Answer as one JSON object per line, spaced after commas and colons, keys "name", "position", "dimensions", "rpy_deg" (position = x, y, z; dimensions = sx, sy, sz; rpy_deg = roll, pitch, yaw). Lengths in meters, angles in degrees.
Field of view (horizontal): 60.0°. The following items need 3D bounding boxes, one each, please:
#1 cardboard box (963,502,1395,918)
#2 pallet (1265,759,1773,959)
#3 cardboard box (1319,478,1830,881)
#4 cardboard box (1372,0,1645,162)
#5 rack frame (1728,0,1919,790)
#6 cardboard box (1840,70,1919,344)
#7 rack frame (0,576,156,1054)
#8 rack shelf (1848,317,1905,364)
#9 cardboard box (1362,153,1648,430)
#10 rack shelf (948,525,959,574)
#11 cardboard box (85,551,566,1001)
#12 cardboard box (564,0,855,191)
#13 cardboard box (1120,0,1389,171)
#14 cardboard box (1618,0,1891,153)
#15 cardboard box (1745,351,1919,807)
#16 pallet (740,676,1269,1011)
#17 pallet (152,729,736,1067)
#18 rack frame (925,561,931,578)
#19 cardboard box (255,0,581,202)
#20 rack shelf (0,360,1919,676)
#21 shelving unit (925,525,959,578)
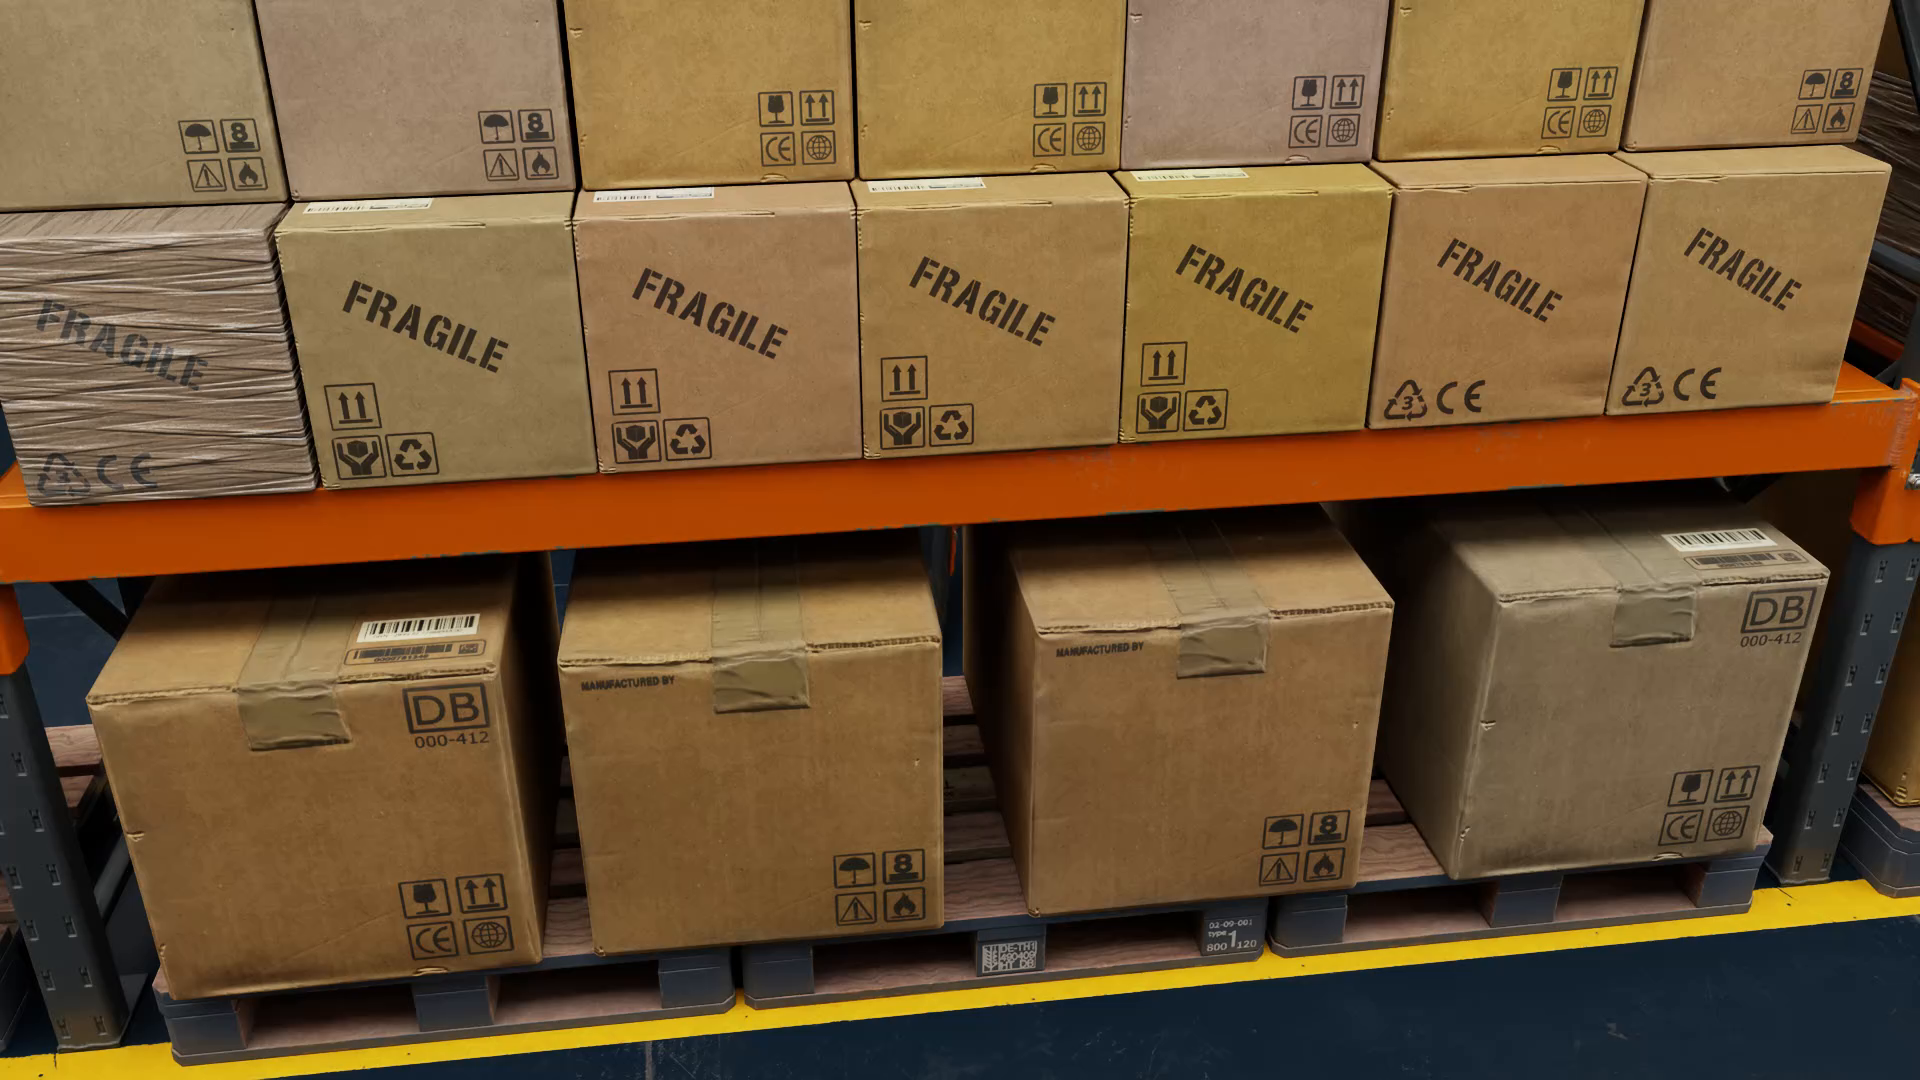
{"name": "cardboard box", "position": [0.451, 0.244, 3.993], "dimensions": [0.750, 0.750, 1.050], "rpy_deg": [-4, 27, -7]}
{"name": "pallet", "position": [1.255, 0.614, 4.322], "dimensions": [1.213, 0.211, 1.003], "rpy_deg": [-4, 27, -7]}
{"name": "cardboard box", "position": [1.407, 0.185, 4.109], "dimensions": [0.750, 0.750, 1.050], "rpy_deg": [-4, 27, -7]}
{"name": "cardboard box", "position": [1.009, -1.131, 3.464], "dimensions": [0.500, 0.500, 0.700], "rpy_deg": [-4, 27, -8]}
{"name": "rack frame", "position": [2.009, -0.708, 3.845], "dimensions": [0.053, 2.616, 0.949], "rpy_deg": [-4, 27, -7]}
{"name": "cardboard box", "position": [2.373, -0.805, 3.869], "dimensions": [0.550, 0.550, 0.875], "rpy_deg": [-4, 27, -7]}
{"name": "rack frame", "position": [-1.952, -0.455, 3.352], "dimensions": [0.127, 3.000, 1.000], "rpy_deg": [-4, 27, -7]}
{"name": "rack shelf", "position": [3.990, -0.636, 4.199], "dimensions": [3.809, 0.052, 0.919], "rpy_deg": [-4, 27, -7]}
{"name": "cardboard box", "position": [1.029, -0.568, 3.462], "dimensions": [0.500, 0.500, 0.500], "rpy_deg": [-4, 27, -8]}
{"name": "rack shelf", "position": [0.077, -0.201, 5.180], "dimensions": [0.538, 0.278, 1.000], "rpy_deg": [17, 22, 33]}
{"name": "cardboard box", "position": [-1.336, 0.361, 3.766], "dimensions": [0.750, 0.750, 1.050], "rpy_deg": [-4, 27, -8]}
{"name": "cardboard box", "position": [-0.498, -1.035, 3.277], "dimensions": [0.500, 0.500, 0.700], "rpy_deg": [-4, 27, -8]}
{"name": "cardboard box", "position": [0.509, -1.099, 3.402], "dimensions": [0.500, 0.500, 0.700], "rpy_deg": [-3, 27, -7]}
{"name": "cardboard box", "position": [1.518, -1.165, 3.530], "dimensions": [0.500, 0.500, 0.700], "rpy_deg": [-4, 27, -8]}
{"name": "cardboard box", "position": [2.642, 0.040, 4.253], "dimensions": [0.875, 0.875, 0.875], "rpy_deg": [-3, 27, -6]}
{"name": "pallet", "position": [-1.744, -0.368, 6.237], "dimensions": [4.108, 0.211, 6.107], "rpy_deg": [-4, 27, -7]}
{"name": "pallet", "position": [-1.161, 0.769, 4.020], "dimensions": [1.213, 0.211, 1.003], "rpy_deg": [-4, 27, -7]}
{"name": "rack frame", "position": [-0.211, -0.327, 4.711], "dimensions": [0.475, 0.981, 0.013], "rpy_deg": [17, 22, 33]}
{"name": "cardboard box", "position": [-1.005, -1.001, 3.211], "dimensions": [0.500, 0.500, 0.700], "rpy_deg": [-4, 27, -8]}
{"name": "rack shelf", "position": [0.029, -0.262, 3.764], "dimensions": [4.000, 0.370, 1.077], "rpy_deg": [-4, 27, -7]}
{"name": "shelving unit", "position": [0.095, -0.432, 5.104], "dimensions": [0.538, 0.981, 1.030], "rpy_deg": [17, 22, 33]}
